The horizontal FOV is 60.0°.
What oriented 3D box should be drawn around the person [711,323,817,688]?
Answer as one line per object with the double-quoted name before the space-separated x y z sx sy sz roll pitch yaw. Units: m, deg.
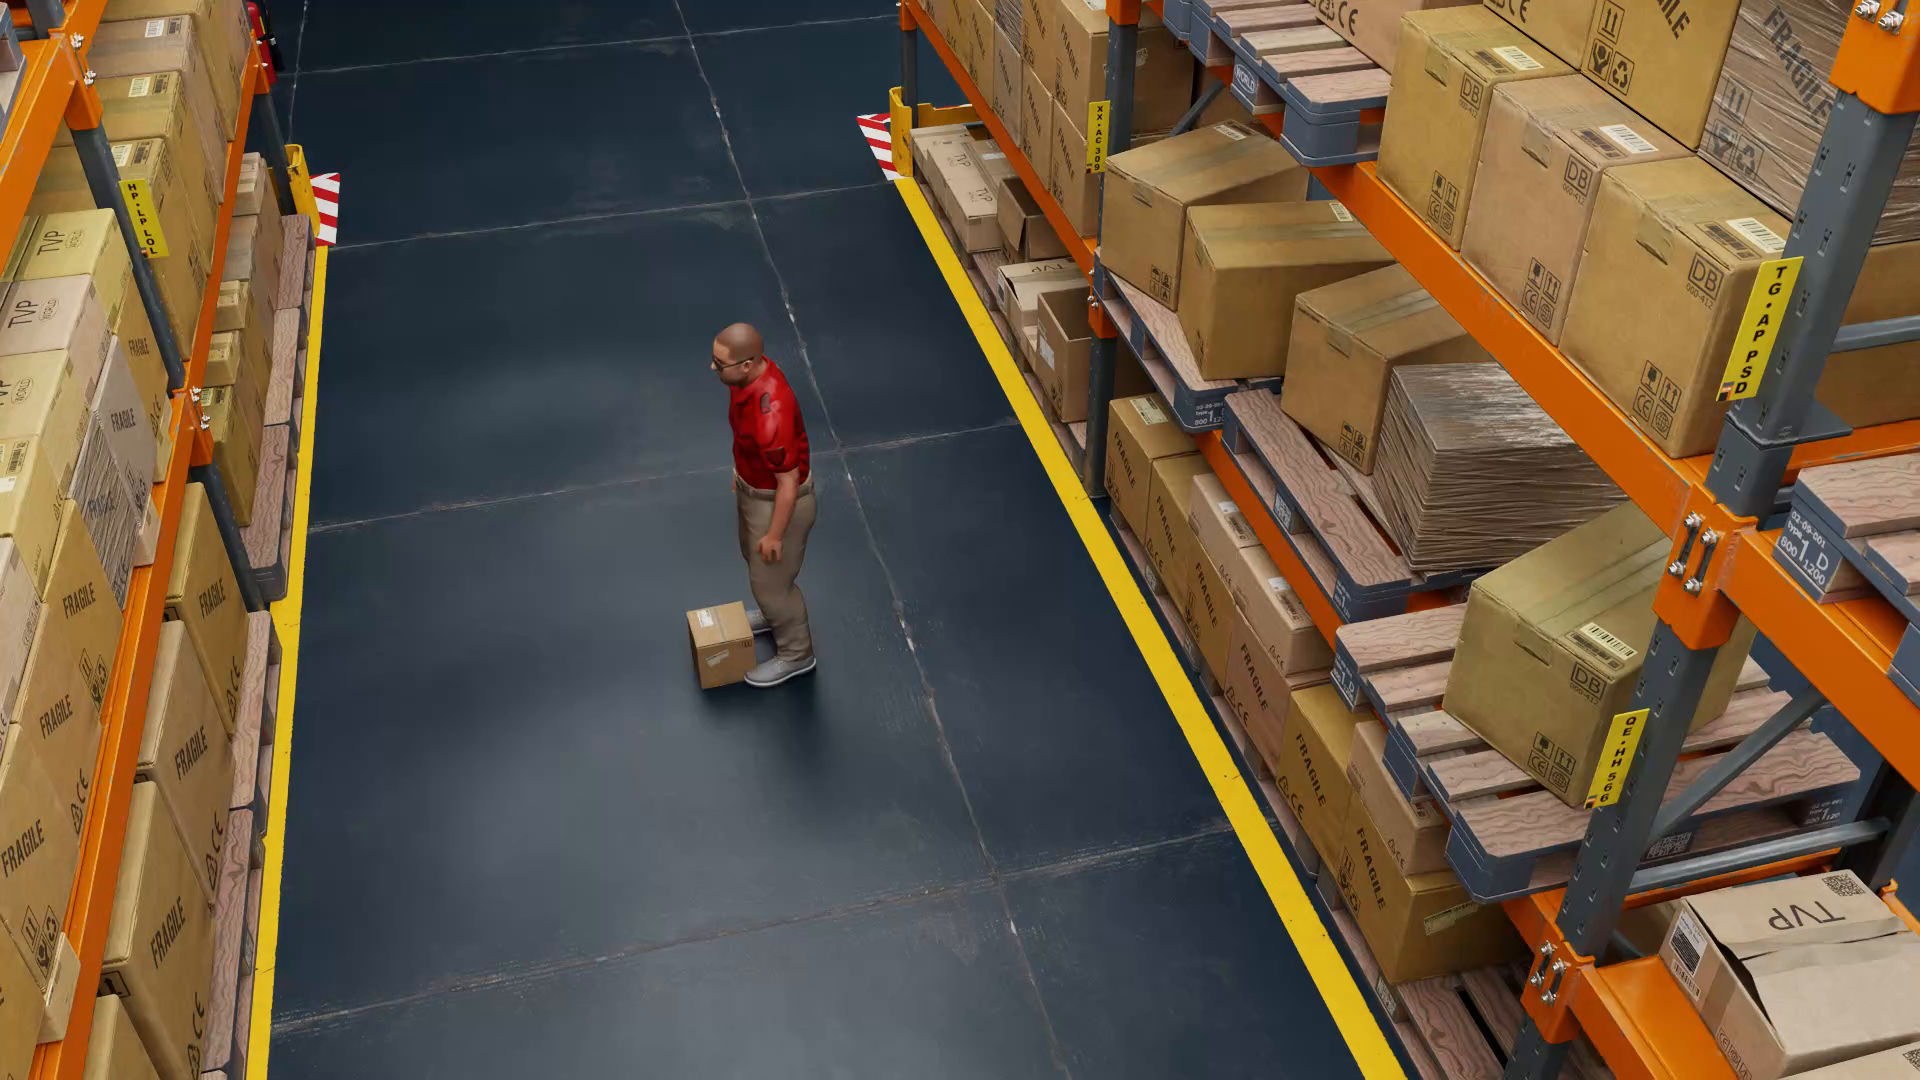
"person" -0.805 -0.164 6.935 0.383 1.728 0.603 -11 39 -14
